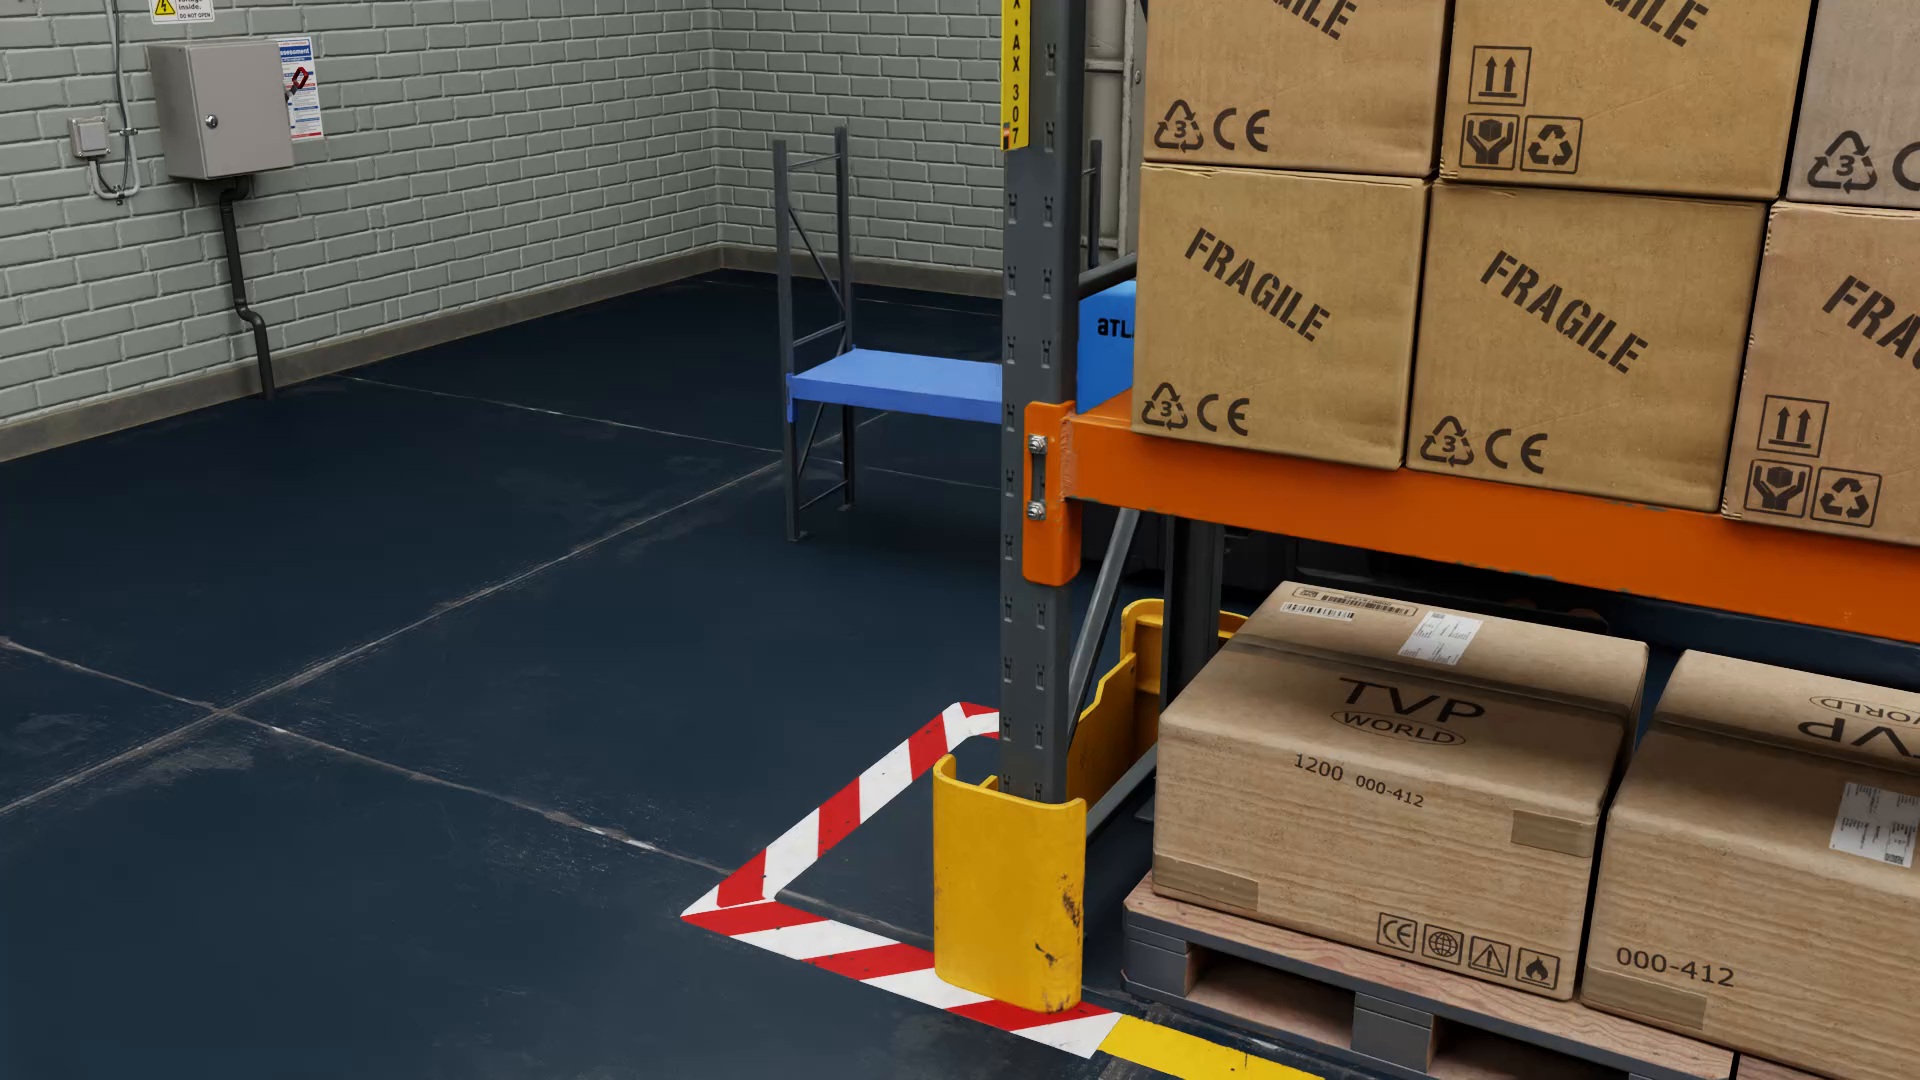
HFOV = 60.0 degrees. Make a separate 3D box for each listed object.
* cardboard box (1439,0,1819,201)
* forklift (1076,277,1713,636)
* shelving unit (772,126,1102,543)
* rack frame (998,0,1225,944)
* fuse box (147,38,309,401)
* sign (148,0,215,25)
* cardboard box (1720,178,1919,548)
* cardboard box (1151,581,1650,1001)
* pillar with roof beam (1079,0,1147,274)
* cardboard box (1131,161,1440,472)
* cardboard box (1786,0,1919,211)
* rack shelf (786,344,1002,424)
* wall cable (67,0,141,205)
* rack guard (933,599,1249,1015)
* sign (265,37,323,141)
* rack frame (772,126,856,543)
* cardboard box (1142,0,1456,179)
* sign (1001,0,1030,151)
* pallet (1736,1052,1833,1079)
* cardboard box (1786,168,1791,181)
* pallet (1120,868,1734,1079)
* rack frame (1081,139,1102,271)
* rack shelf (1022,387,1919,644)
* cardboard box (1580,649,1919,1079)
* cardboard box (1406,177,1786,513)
[{"bbox_3d":[1.110,-0.853,2.704,0.500,0.500,0.500,10,22,26],"label":"cardboard box"},{"bbox_3d":[1.945,-1.197,5.366,3.031,2.935,1.130,9,22,24],"label":"forklift"},{"bbox_3d":[-0.079,-0.702,6.100,1.048,1.500,0.538,9,22,23],"label":"shelving unit"},{"bbox_3d":[0.375,-0.584,3.576,0.127,3.000,1.000,11,23,27],"label":"rack frame"},{"bbox_3d":[-3.407,-1.510,8.019,0.414,1.711,0.539,11,23,27],"label":"fuse box"},{"bbox_3d":[-3.615,-2.522,7.708,0.001,0.242,0.339,11,23,27],"label":"sign"},{"bbox_3d":[1.545,-0.300,2.646,0.500,0.500,0.500,11,22,27],"label":"cardboard box"},{"bbox_3d":[1.000,0.503,3.721,0.875,0.438,0.875,10,22,25],"label":"cardboard box"},{"bbox_3d":[-1.221,-4.318,5.071,0.400,9.000,9.100,11,23,27],"label":"pillar with roof beam"},{"bbox_3d":[0.654,-0.466,3.103,0.500,0.500,0.500,11,22,27],"label":"cardboard box"},{"bbox_3d":[1.563,-0.769,2.474,0.500,0.500,0.500,11,22,27],"label":"cardboard box"},{"bbox_3d":[-0.079,-0.533,6.161,1.000,0.185,0.538,9,22,23],"label":"rack shelf"},{"bbox_3d":[-3.877,-2.416,7.138,0.122,1.984,0.588,11,23,27],"label":"wall cable"},{"bbox_3d":[0.354,0.587,4.013,0.348,0.500,1.175,11,23,27],"label":"rack guard"},{"bbox_3d":[-3.347,-2.253,8.316,0.001,0.494,0.329,11,23,27],"label":"sign"},{"bbox_3d":[-0.541,-0.774,6.299,0.032,1.500,0.500,9,22,23],"label":"rack frame"},{"bbox_3d":[0.655,-0.936,2.935,0.500,0.500,0.500,10,22,26],"label":"cardboard box"},{"bbox_3d":[0.099,-0.864,2.962,0.005,0.325,0.100,11,23,27],"label":"sign"},{"bbox_3d":[2.172,1.040,3.189,1.213,0.211,1.003,11,23,27],"label":"pallet"},{"bbox_3d":[1.356,-0.542,3.313,0.500,0.500,0.500,10,22,26],"label":"cardboard box"},{"bbox_3d":[1.111,0.837,3.749,1.213,0.211,1.003,11,23,27],"label":"pallet"},{"bbox_3d":[0.383,-0.630,5.901,0.032,1.500,0.500,9,22,23],"label":"rack frame"},{"bbox_3d":[2.121,0.087,2.782,4.000,0.370,1.077,11,23,27],"label":"rack shelf"},{"bbox_3d":[1.803,0.653,3.308,0.875,0.438,0.875,11,23,29],"label":"cardboard box"},{"bbox_3d":[1.109,-0.390,2.894,0.500,0.500,0.500,10,22,27],"label":"cardboard box"}]
